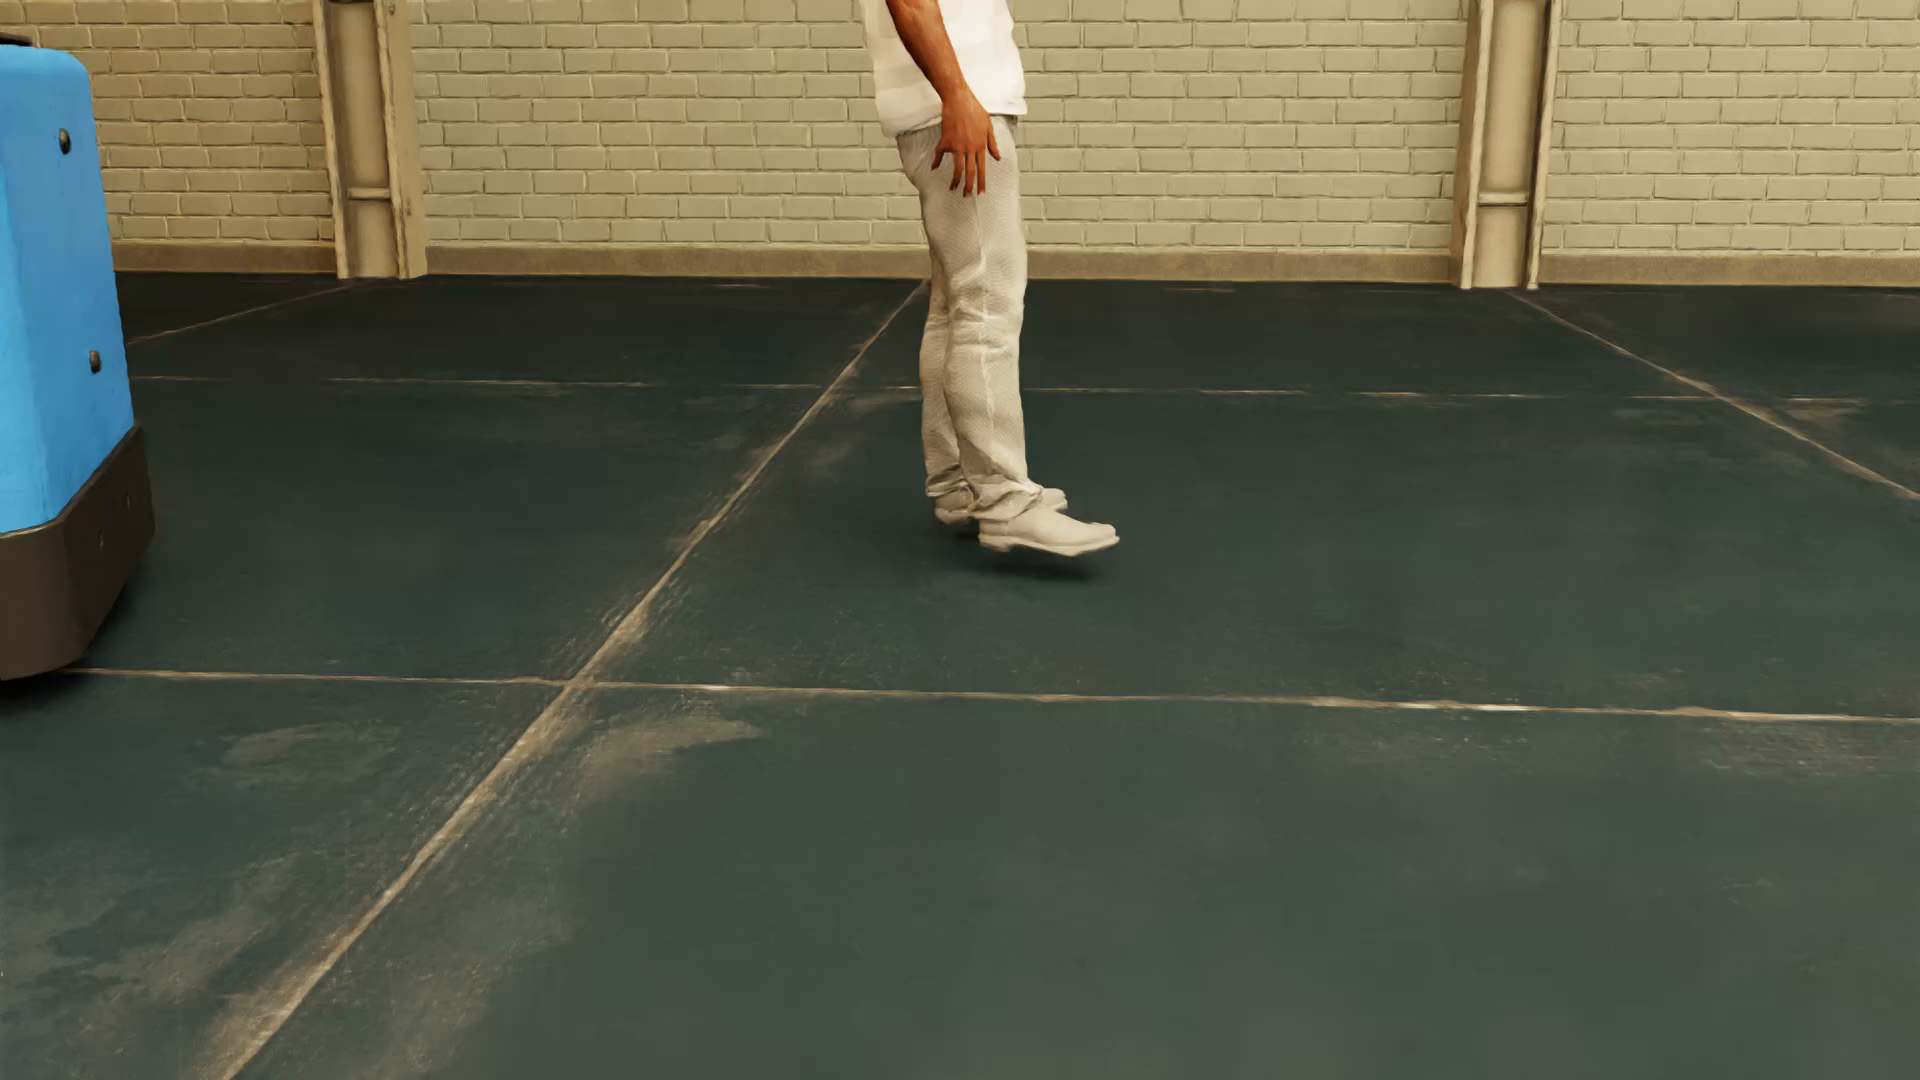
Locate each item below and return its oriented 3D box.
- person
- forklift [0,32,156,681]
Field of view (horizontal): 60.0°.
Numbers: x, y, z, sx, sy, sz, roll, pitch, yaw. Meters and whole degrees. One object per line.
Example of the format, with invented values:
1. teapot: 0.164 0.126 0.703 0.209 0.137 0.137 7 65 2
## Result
1. person: 0.069 -0.895 3.560 0.576 1.766 0.665 1 15 4
2. forklift: -3.059 -1.136 2.405 3.031 2.935 1.130 -5 16 -17
